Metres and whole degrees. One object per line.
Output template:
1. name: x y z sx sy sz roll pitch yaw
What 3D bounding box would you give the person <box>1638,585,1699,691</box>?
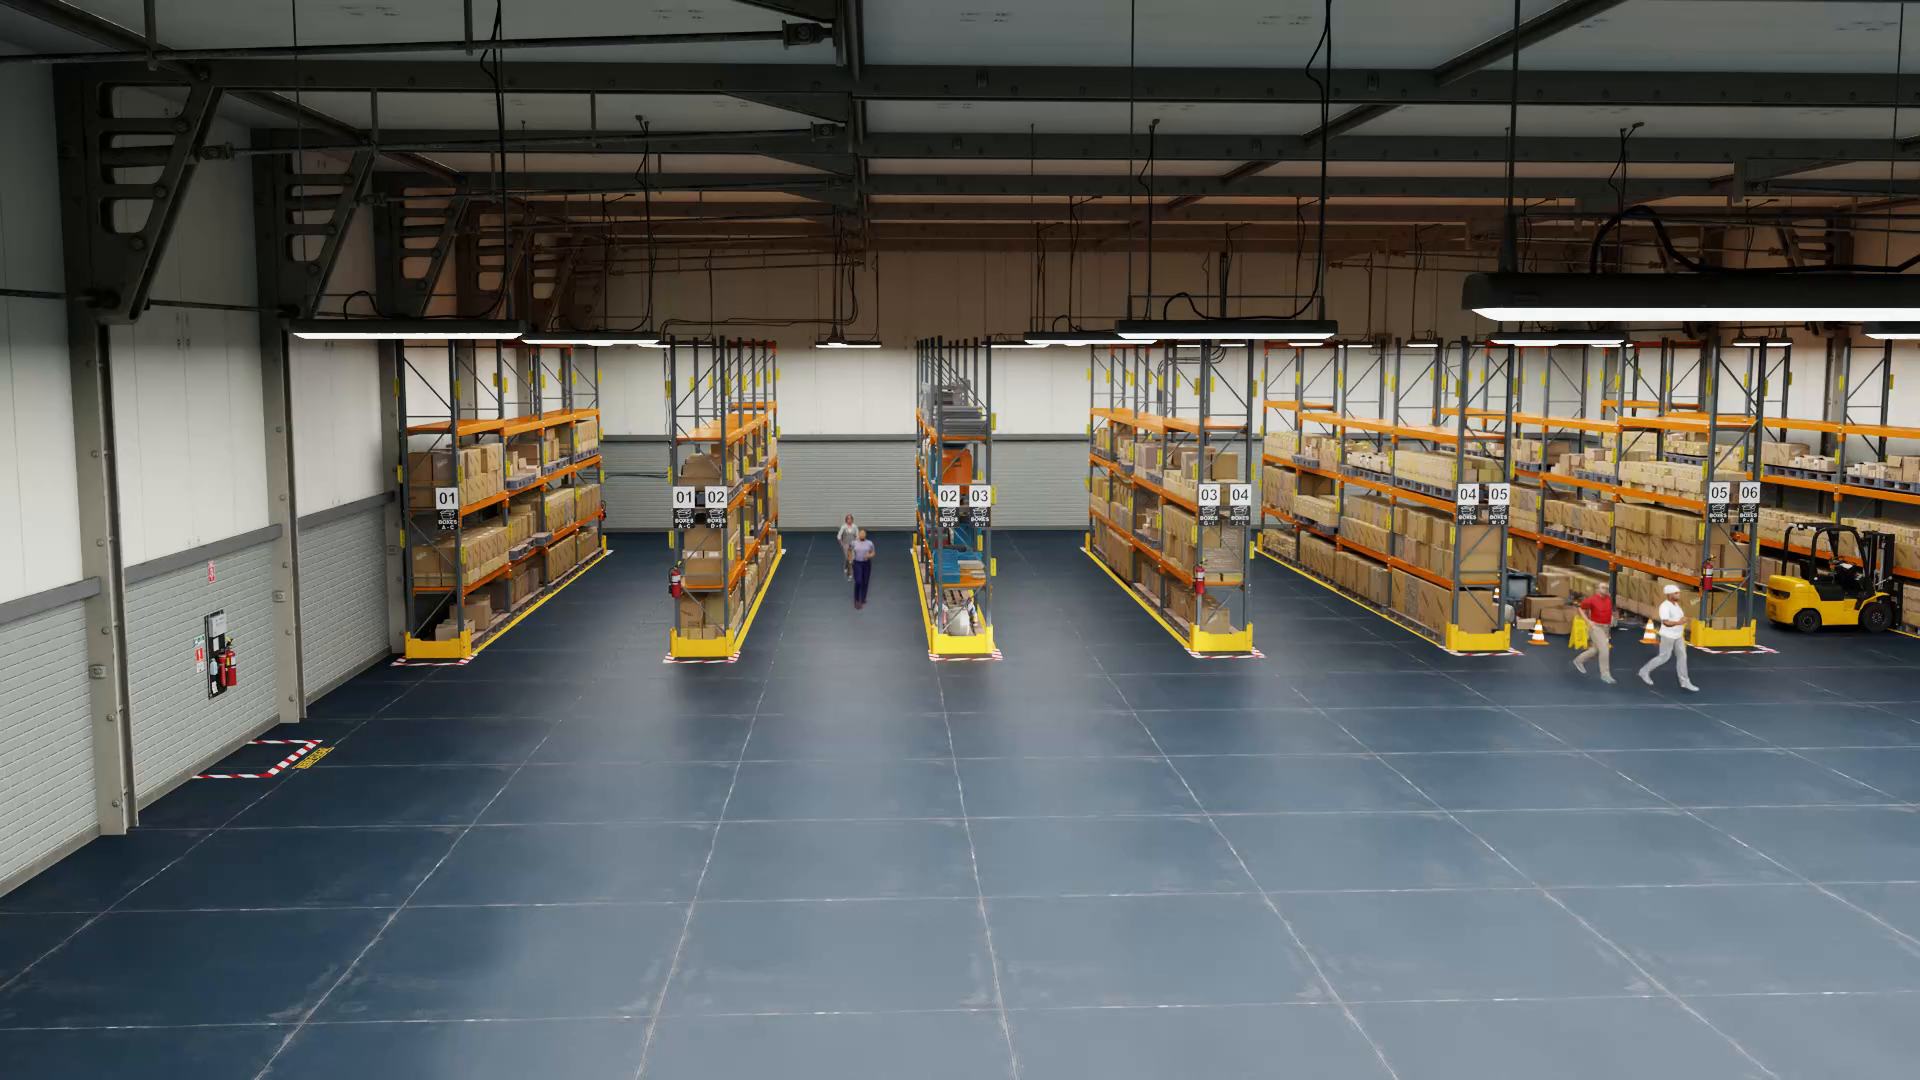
1. person: 12.014 1.630 28.100 0.697 1.759 0.977 -6 9 -44

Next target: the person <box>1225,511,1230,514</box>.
1. person: 7.388 -0.523 47.469 0.660 1.798 0.706 4 7 28

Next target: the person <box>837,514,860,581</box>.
1. person: -2.629 0.176 39.556 0.537 1.570 0.485 -2 7 -15

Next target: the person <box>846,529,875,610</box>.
1. person: -2.092 0.574 35.477 0.577 1.634 0.660 -2 7 -14

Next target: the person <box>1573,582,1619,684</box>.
1. person: 11.121 1.584 28.996 0.647 1.748 0.911 -5 8 -36
